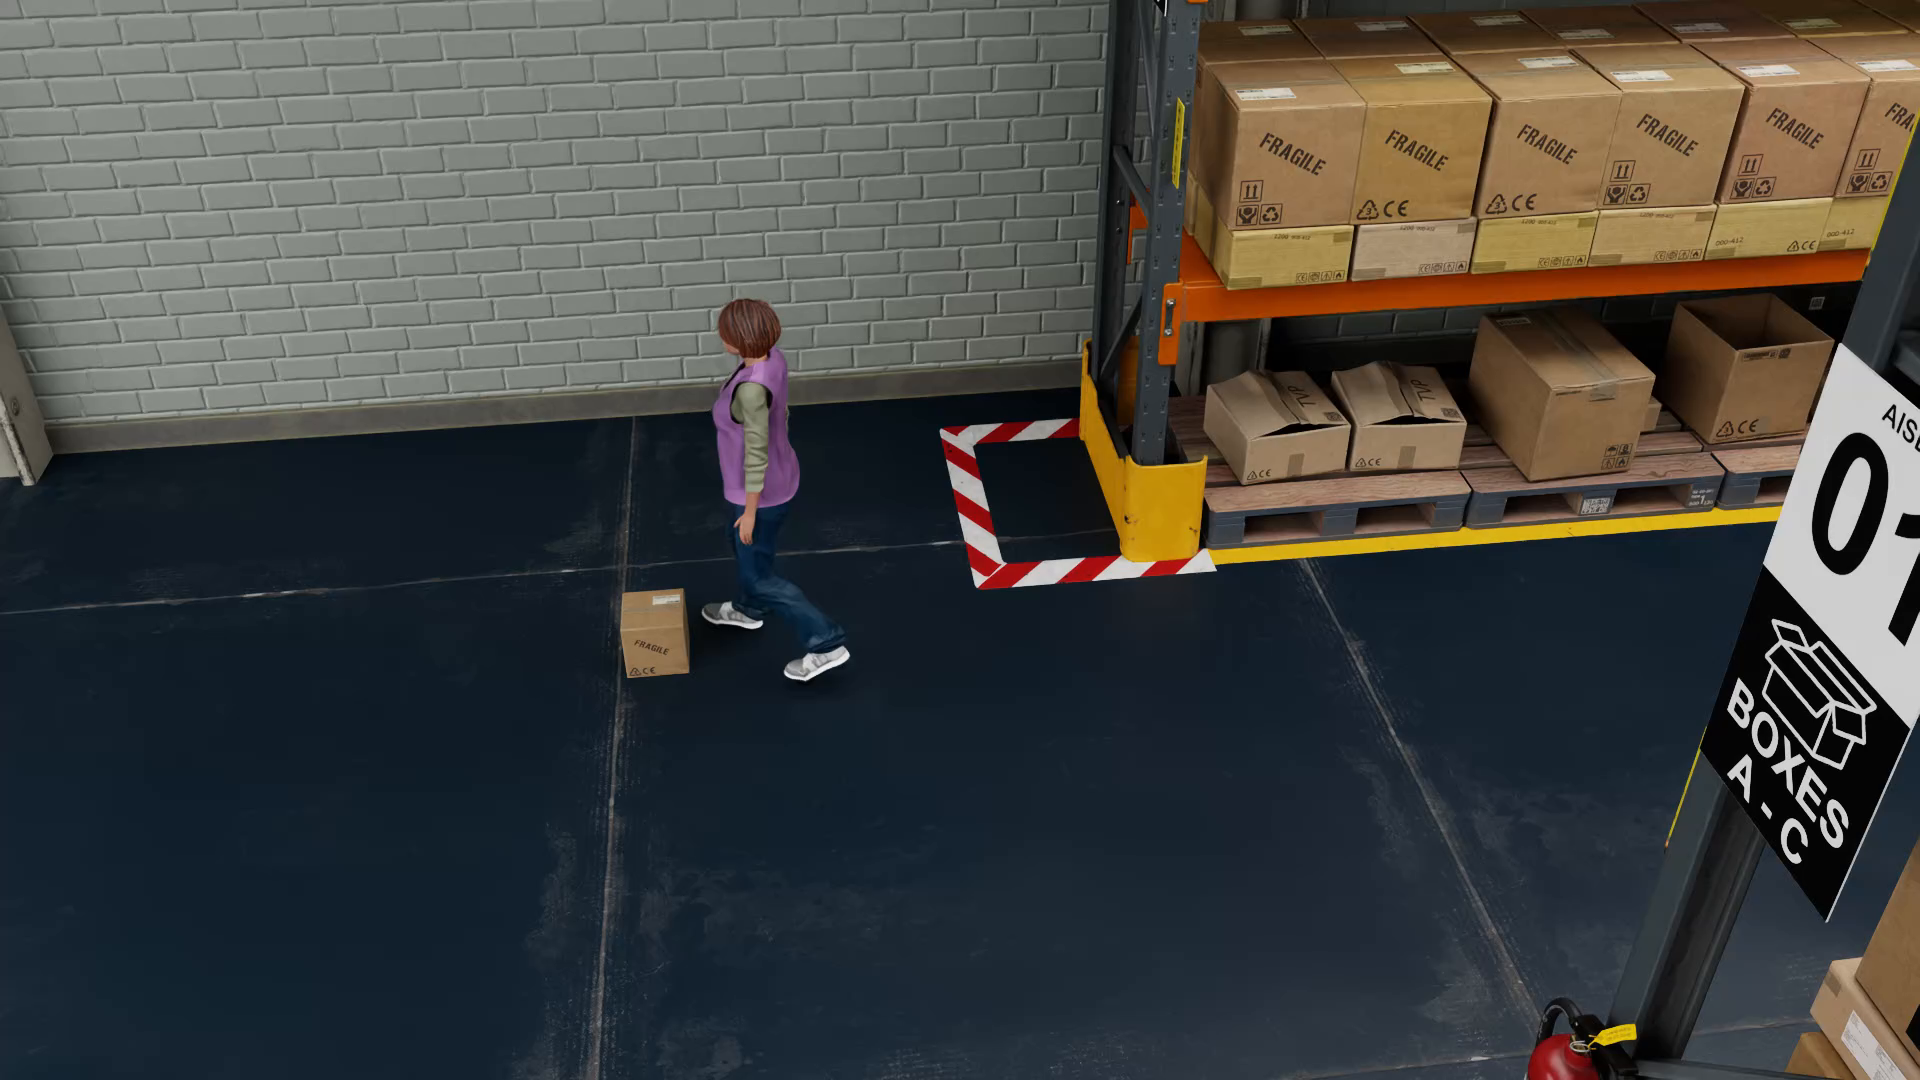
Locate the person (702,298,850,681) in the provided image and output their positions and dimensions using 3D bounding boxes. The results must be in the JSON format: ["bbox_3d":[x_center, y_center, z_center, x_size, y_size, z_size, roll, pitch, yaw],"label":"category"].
[{"bbox_3d":[-0.765,-0.185,6.407,0.680,1.579,0.538,2,35,3],"label":"person"}]
